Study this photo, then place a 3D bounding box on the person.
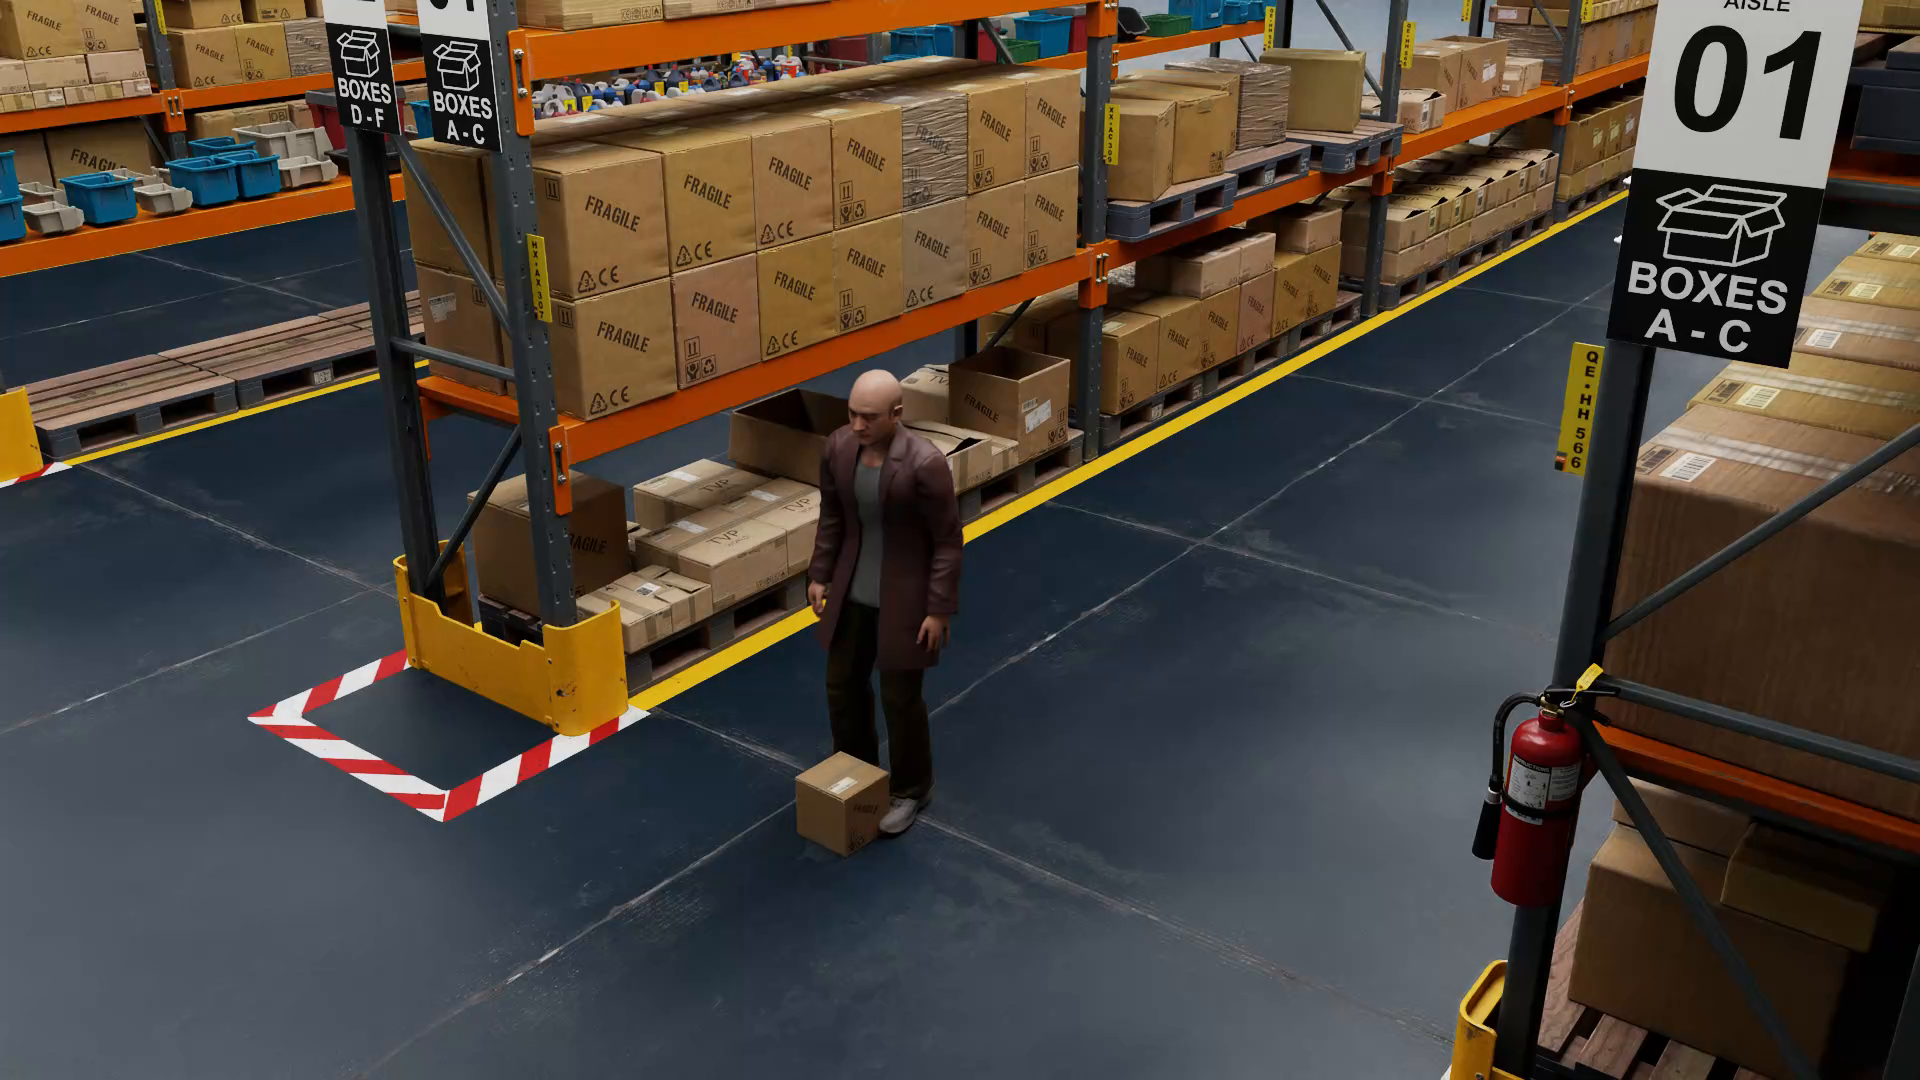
[{"bbox_3d":[-0.288,0.212,6.124,0.648,1.772,0.429,15,27,30],"label":"person"}]
